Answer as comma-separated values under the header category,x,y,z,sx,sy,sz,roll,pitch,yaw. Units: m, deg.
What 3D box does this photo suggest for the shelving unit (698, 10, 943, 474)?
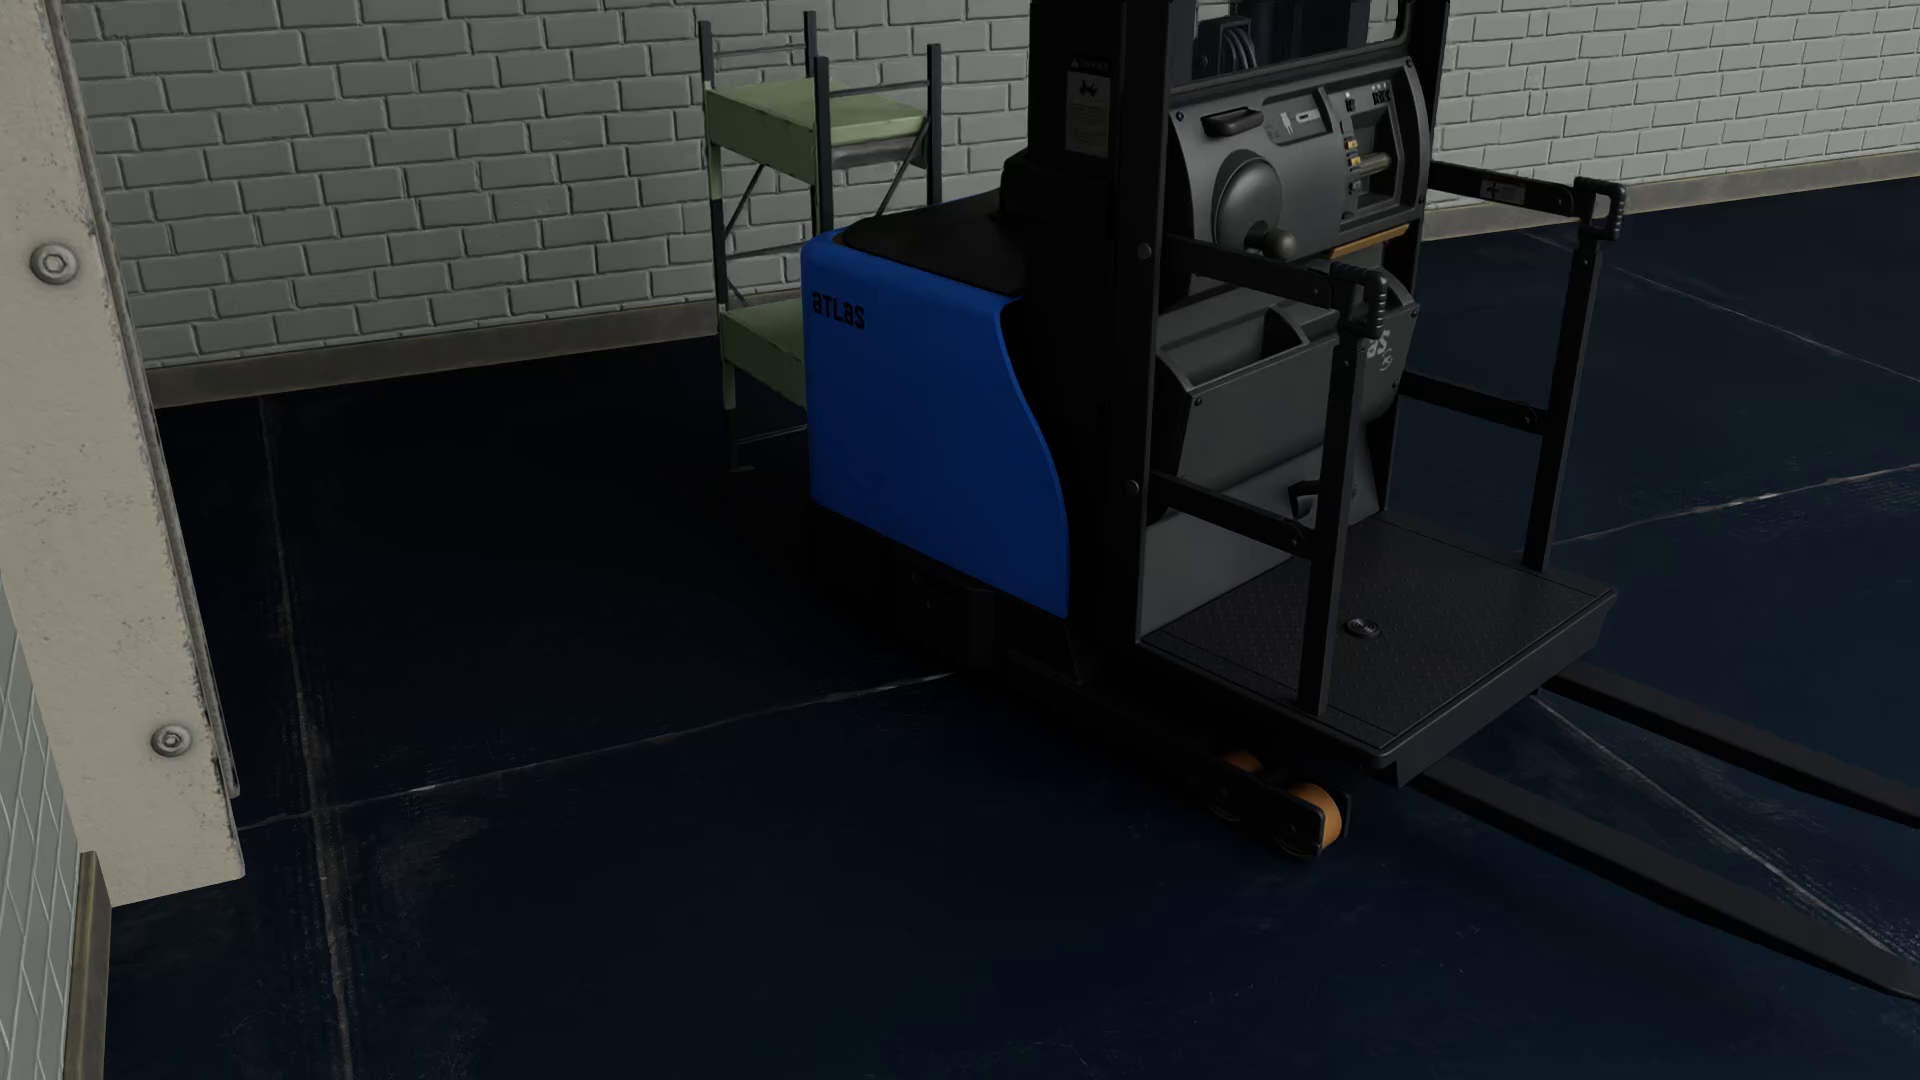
category,x,y,z,sx,sy,sz,roll,pitch,yaw
shelving unit,-0.427,-0.819,5.217,0.431,1.500,0.755,-16,30,-30

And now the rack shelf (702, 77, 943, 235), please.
category,x,y,z,sx,sy,sz,roll,pitch,yaw
rack shelf,-0.427,-1.169,5.046,0.431,0.370,0.720,-16,30,-30

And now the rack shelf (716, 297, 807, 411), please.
category,x,y,z,sx,sy,sz,roll,pitch,yaw
rack shelf,-0.427,-0.526,5.360,0.431,0.370,0.720,-16,30,-30

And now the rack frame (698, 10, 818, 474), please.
category,x,y,z,sx,sy,sz,roll,pitch,yaw
rack frame,-0.628,-0.953,5.492,0.400,1.500,0.023,-16,30,-30

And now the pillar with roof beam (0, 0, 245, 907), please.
category,x,y,z,sx,sy,sz,roll,pitch,yaw
pillar with roof beam,2.146,-4.085,3.361,9.100,9.000,0.400,-11,28,-21

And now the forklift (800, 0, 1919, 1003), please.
category,x,y,z,sx,sy,sz,roll,pitch,yaw
forklift,0.941,-0.854,3.658,1.130,2.935,3.031,-23,34,-39

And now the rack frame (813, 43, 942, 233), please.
category,x,y,z,sx,sy,sz,roll,pitch,yaw
rack frame,-0.226,-0.684,4.942,0.400,1.500,0.023,-16,30,-30
